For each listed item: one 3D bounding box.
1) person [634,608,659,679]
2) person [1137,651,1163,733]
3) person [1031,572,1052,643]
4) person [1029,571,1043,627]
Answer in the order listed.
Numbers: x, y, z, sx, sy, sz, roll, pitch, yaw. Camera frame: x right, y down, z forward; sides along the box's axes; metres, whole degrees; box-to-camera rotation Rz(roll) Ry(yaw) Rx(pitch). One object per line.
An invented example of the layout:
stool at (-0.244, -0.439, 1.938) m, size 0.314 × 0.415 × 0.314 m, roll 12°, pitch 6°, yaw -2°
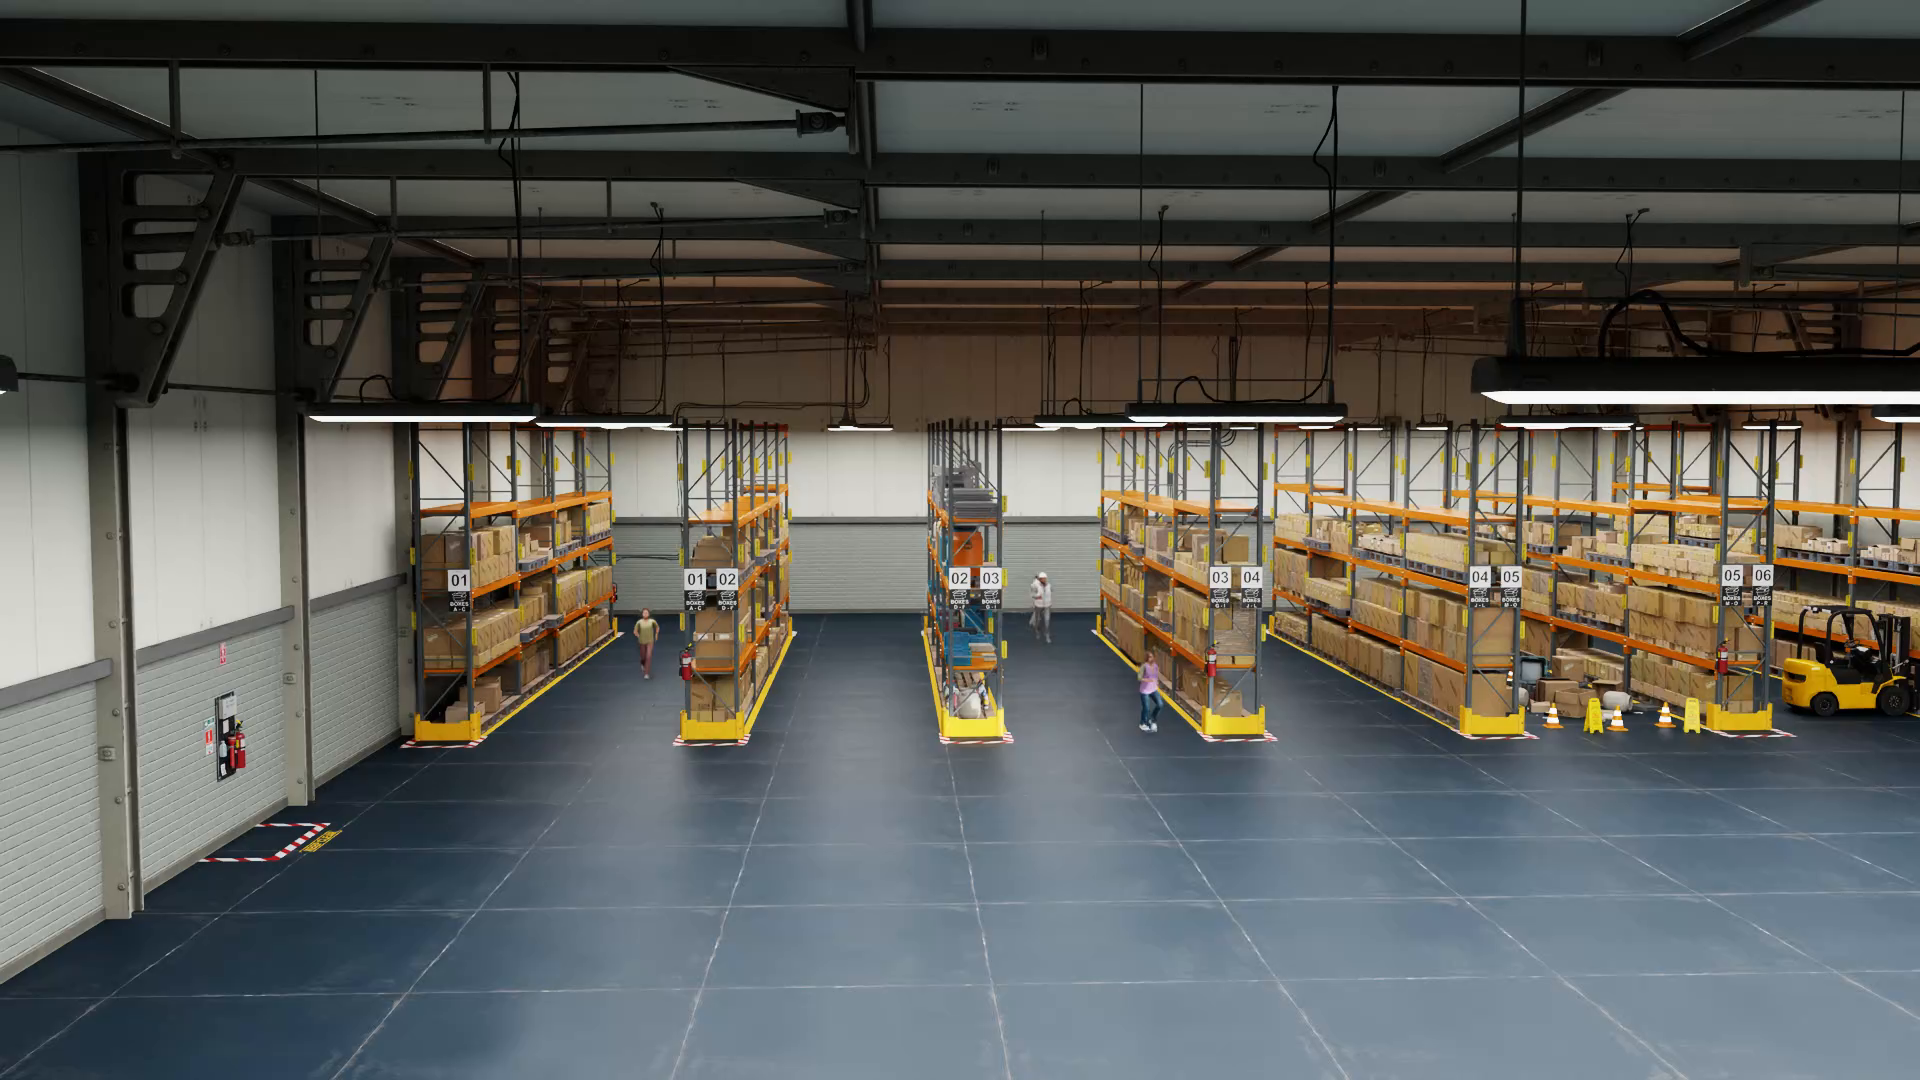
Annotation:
person at (-7.341, 2.414, 38.976) m, size 0.593 × 1.632 × 0.894 m, roll -1°, pitch 4°, yaw -10°
person at (3.597, 2.895, 31.713) m, size 0.526 × 1.566 × 0.683 m, roll -2°, pitch 4°, yaw -23°
person at (2.149, 1.753, 43.498) m, size 0.610 × 1.821 × 0.843 m, roll 0°, pitch 4°, yaw -6°
person at (2.366, 1.747, 49.199) m, size 0.648 × 1.644 × 0.601 m, roll 0°, pitch 4°, yaw 6°
